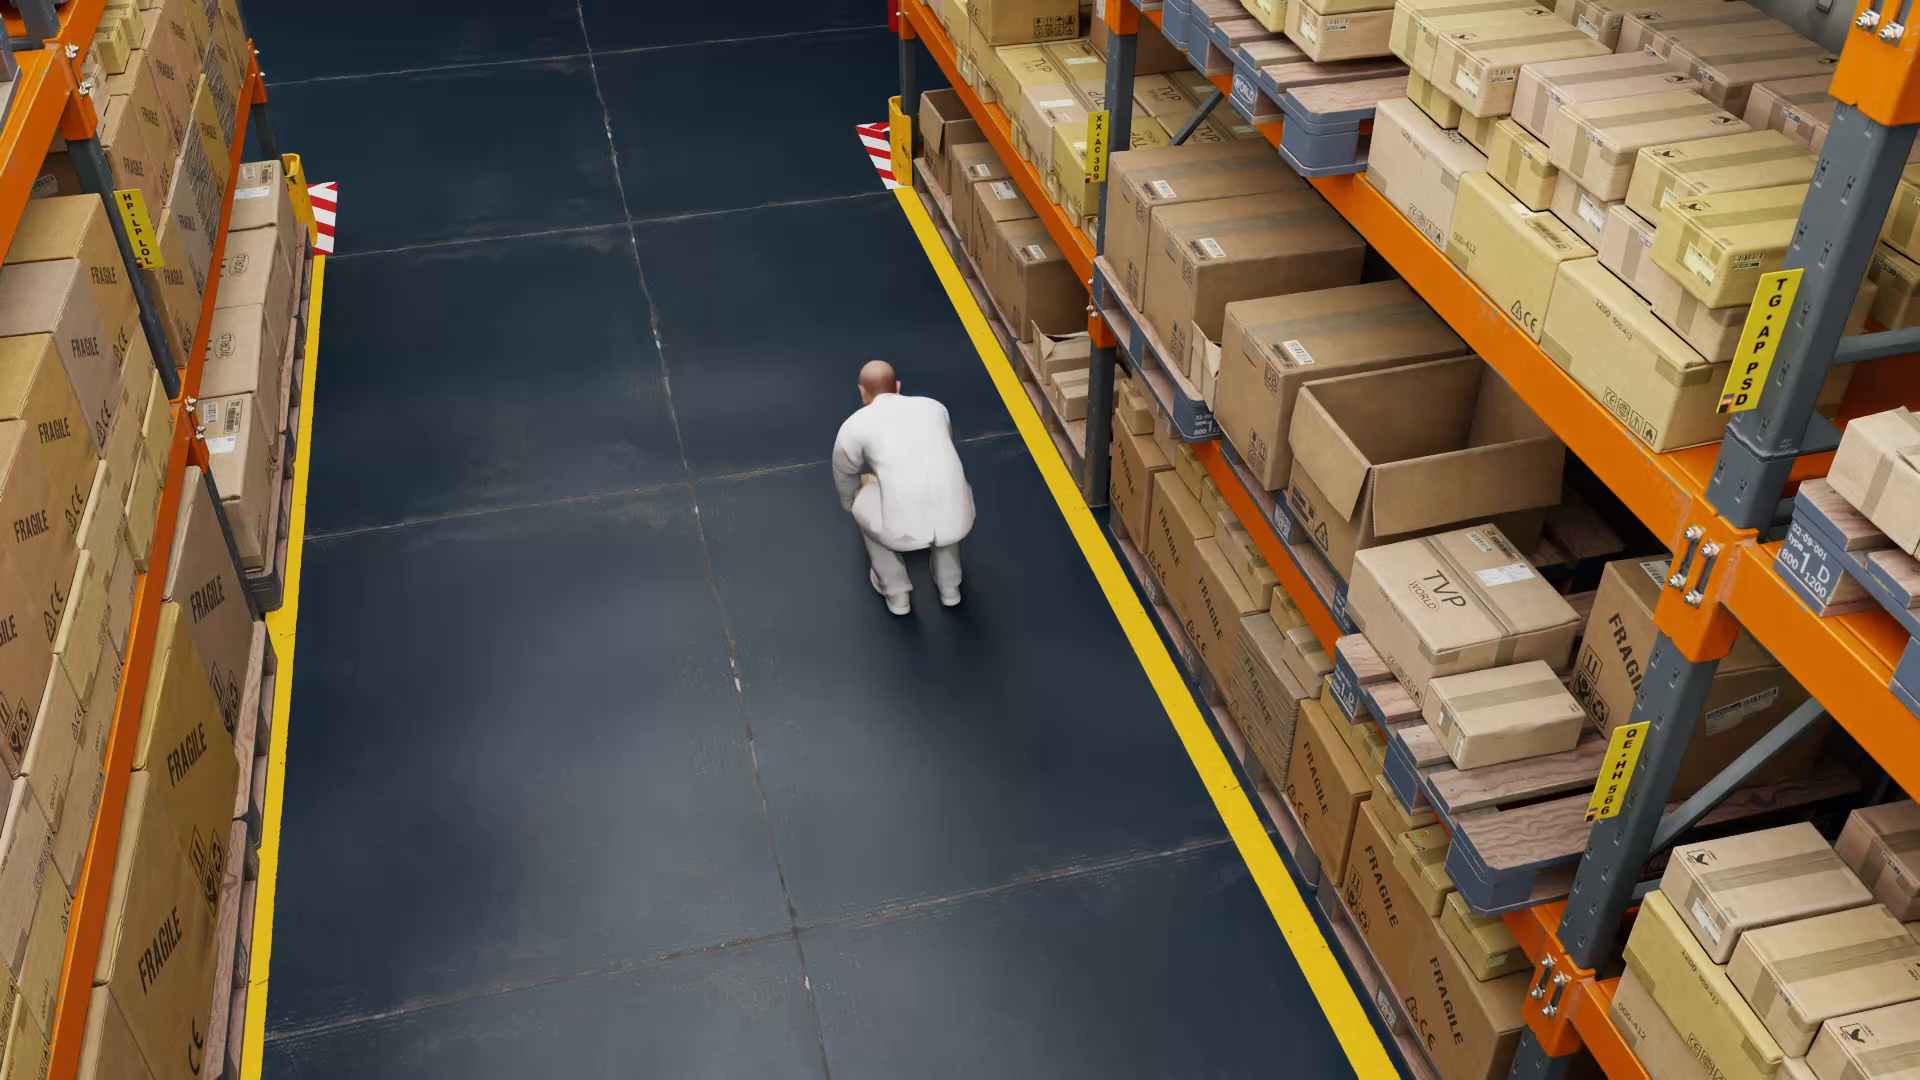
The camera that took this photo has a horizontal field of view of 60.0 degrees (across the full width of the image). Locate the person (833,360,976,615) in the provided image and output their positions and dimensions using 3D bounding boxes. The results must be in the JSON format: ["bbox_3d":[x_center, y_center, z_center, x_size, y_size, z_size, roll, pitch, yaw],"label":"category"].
[{"bbox_3d":[-0.253,-0.235,7.667,0.611,1.003,0.898,-9,39,-12],"label":"person"}]
